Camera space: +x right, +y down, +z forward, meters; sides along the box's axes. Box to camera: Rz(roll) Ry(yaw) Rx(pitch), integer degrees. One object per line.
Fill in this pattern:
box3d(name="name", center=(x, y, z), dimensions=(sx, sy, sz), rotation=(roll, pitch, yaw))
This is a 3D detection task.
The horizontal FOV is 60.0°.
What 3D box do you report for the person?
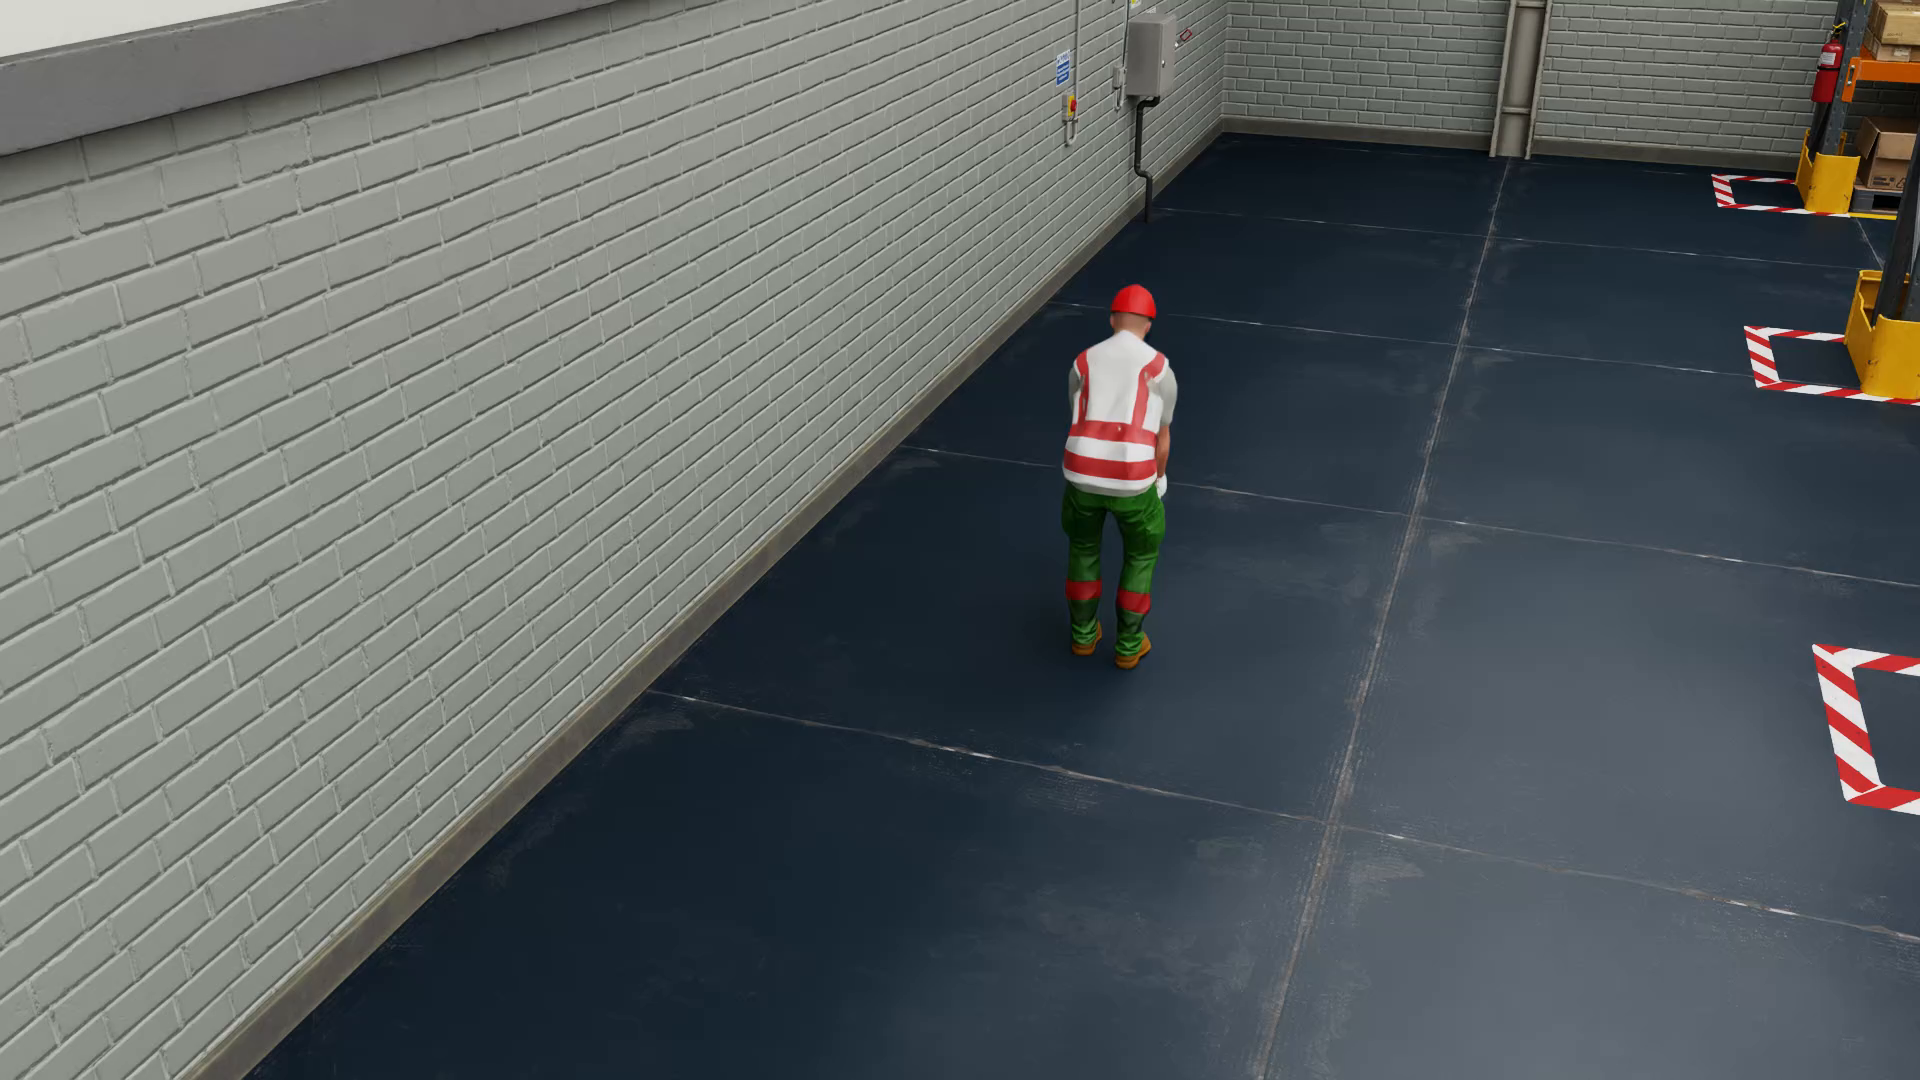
box3d(name="person", center=(0.699, -0.285, 7.364), dimensions=(0.492, 1.628, 0.739), rotation=(8, 27, 16))
